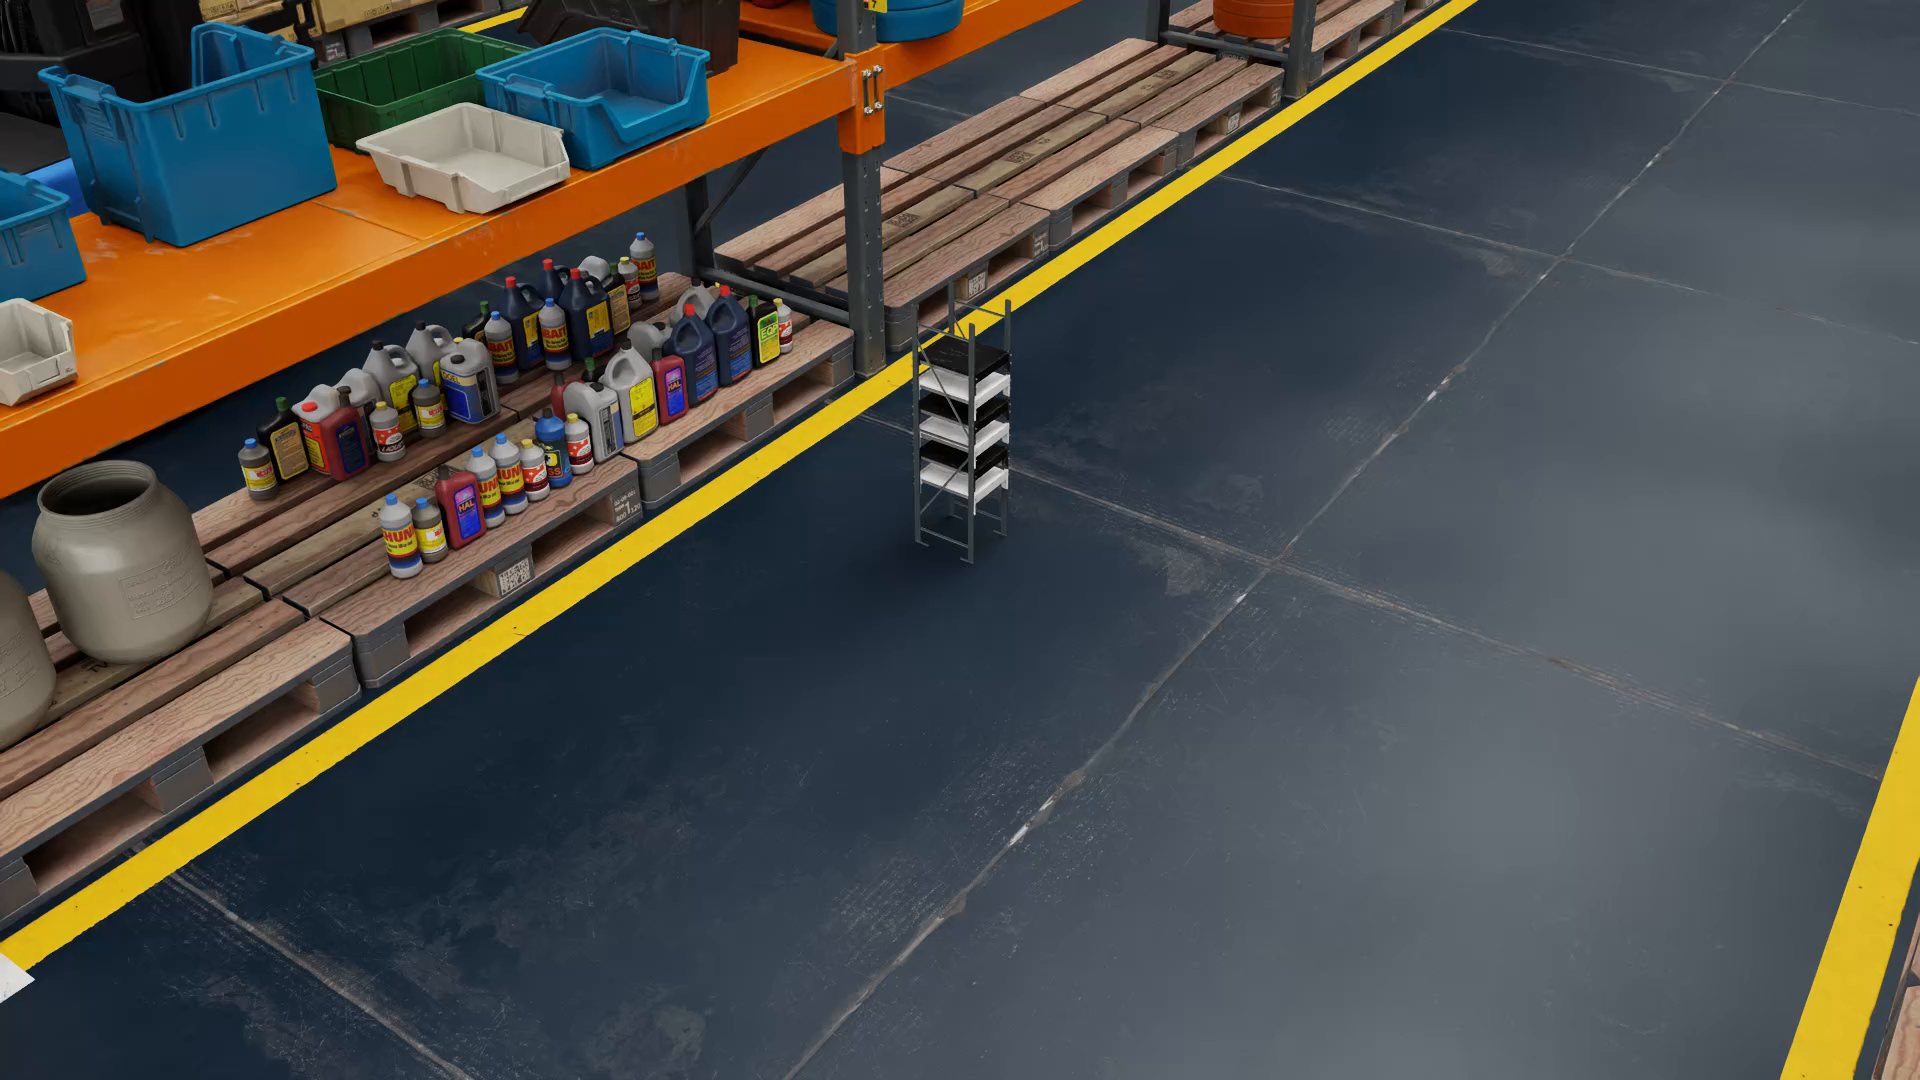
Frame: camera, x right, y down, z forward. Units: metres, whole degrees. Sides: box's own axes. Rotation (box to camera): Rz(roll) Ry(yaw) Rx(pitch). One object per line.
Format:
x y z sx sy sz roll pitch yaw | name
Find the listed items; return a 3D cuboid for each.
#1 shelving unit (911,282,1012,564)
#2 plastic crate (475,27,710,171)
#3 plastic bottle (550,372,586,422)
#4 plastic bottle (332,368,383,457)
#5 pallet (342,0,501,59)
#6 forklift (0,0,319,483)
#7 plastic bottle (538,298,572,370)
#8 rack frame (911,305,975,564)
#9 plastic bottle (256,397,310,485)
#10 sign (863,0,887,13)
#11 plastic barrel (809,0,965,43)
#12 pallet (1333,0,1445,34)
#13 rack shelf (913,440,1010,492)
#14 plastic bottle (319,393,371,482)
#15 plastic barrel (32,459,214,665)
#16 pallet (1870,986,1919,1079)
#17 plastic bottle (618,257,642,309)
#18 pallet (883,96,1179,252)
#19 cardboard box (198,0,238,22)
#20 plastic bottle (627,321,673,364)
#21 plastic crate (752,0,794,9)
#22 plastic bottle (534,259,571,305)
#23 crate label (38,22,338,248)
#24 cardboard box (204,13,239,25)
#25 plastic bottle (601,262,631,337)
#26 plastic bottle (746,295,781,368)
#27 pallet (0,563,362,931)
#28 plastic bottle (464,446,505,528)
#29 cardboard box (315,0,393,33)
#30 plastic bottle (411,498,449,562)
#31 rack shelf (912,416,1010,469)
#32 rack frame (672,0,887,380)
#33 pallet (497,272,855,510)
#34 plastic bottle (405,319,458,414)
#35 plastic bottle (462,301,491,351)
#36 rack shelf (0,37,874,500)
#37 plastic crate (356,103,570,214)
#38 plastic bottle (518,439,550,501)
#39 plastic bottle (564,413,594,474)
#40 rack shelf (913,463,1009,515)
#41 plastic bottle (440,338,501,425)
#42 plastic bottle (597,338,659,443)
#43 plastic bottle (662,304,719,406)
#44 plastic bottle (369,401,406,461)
0.005 -0.376 5.503 0.258 0.900 0.210 21 39 28 | shelving unit
-1.153 -1.417 5.301 0.499 0.251 0.616 21 39 28 | plastic crate
-1.353 -0.467 5.795 0.061 0.283 0.133 21 39 28 | plastic bottle
-2.094 -0.445 5.768 0.152 0.276 0.135 20 39 27 | plastic bottle
-3.730 -3.419 10.617 1.003 0.211 1.213 21 39 28 | pallet
-3.128 -2.181 6.358 1.130 2.935 3.031 17 38 23 | forklift
-1.530 -0.783 6.273 0.097 0.271 0.097 0 34 0 | plastic bottle
-0.053 -0.330 5.434 0.240 0.900 0.006 21 39 28 | rack frame
-2.288 -0.336 5.601 0.061 0.283 0.133 22 40 29 | plastic bottle
-0.300 -2.009 5.796 0.100 0.325 0.005 21 39 28 | sign
-0.276 -2.364 6.120 0.600 0.901 0.708 21 39 28 | plastic barrel
2.647 -3.696 11.027 1.003 0.211 1.213 21 39 28 | pallet
0.005 -0.274 5.573 0.258 0.077 0.200 21 39 28 | rack shelf
-2.085 -0.350 5.622 0.061 0.283 0.133 21 39 28 | plastic bottle
-2.428 0.064 4.823 0.421 0.512 0.421 0 34 0 | plastic barrel
2.275 1.546 3.275 1.003 0.211 1.213 21 39 28 | pallet
-1.345 -1.045 6.722 0.097 0.201 0.097 0 34 0 | plastic bottle
0.365 -1.858 8.308 1.003 0.211 1.213 21 39 28 | pallet
-4.372 -3.037 9.142 0.500 0.311 0.500 21 40 28 | cardboard box
-1.121 -0.688 6.128 0.152 0.276 0.135 21 39 28 | plastic bottle
-0.721 -2.422 6.597 0.402 0.464 0.583 21 39 28 | plastic crate
-1.547 -0.921 6.406 0.144 0.351 0.185 22 40 29 | plastic bottle
-2.199 -1.182 4.789 0.502 0.435 0.616 21 39 28 | crate label
-4.379 -2.800 9.293 0.500 0.250 0.500 20 39 27 | cardboard box
-1.361 -0.934 6.486 0.061 0.283 0.133 21 39 28 | plastic bottle
-0.749 -0.805 6.295 0.061 0.283 0.133 23 41 30 | plastic bottle
-2.554 0.499 4.824 1.003 0.211 1.213 21 39 28 | pallet
-1.541 -0.179 5.380 0.097 0.271 0.097 0 34 0 | plastic bottle
-3.793 -3.274 9.994 0.500 0.250 0.500 20 39 27 | cardboard box
-1.677 -0.040 5.236 0.097 0.201 0.097 0 34 0 | plastic bottle
0.005 -0.349 5.522 0.258 0.077 0.200 21 39 28 | rack shelf
-0.745 -2.075 6.141 1.000 3.000 0.127 21 39 28 | rack frame
-1.163 -0.624 6.485 1.003 0.211 1.213 21 39 28 | pallet
-1.897 -0.639 5.988 0.144 0.351 0.185 21 39 28 | plastic bottle
-1.783 -0.744 6.204 0.061 0.283 0.133 23 40 30 | plastic bottle
-1.886 -0.857 4.981 1.077 0.370 4.000 21 39 28 | rack shelf
-1.463 -1.138 4.990 0.530 0.136 0.437 21 39 28 | plastic crate
-1.427 -0.241 5.535 0.097 0.201 0.097 0 34 0 | plastic bottle
-1.310 -0.336 5.675 0.097 0.201 0.097 0 34 0 | plastic bottle
0.005 -0.200 5.623 0.258 0.077 0.200 21 39 28 | rack shelf
-1.761 -0.572 5.957 0.152 0.276 0.135 21 39 28 | plastic bottle
-1.169 -0.535 5.835 0.144 0.351 0.185 21 39 28 | plastic bottle
-0.985 -0.683 6.055 0.144 0.351 0.185 19 39 26 | plastic bottle
-1.981 -0.382 5.743 0.097 0.201 0.097 0 34 0 | plastic bottle
